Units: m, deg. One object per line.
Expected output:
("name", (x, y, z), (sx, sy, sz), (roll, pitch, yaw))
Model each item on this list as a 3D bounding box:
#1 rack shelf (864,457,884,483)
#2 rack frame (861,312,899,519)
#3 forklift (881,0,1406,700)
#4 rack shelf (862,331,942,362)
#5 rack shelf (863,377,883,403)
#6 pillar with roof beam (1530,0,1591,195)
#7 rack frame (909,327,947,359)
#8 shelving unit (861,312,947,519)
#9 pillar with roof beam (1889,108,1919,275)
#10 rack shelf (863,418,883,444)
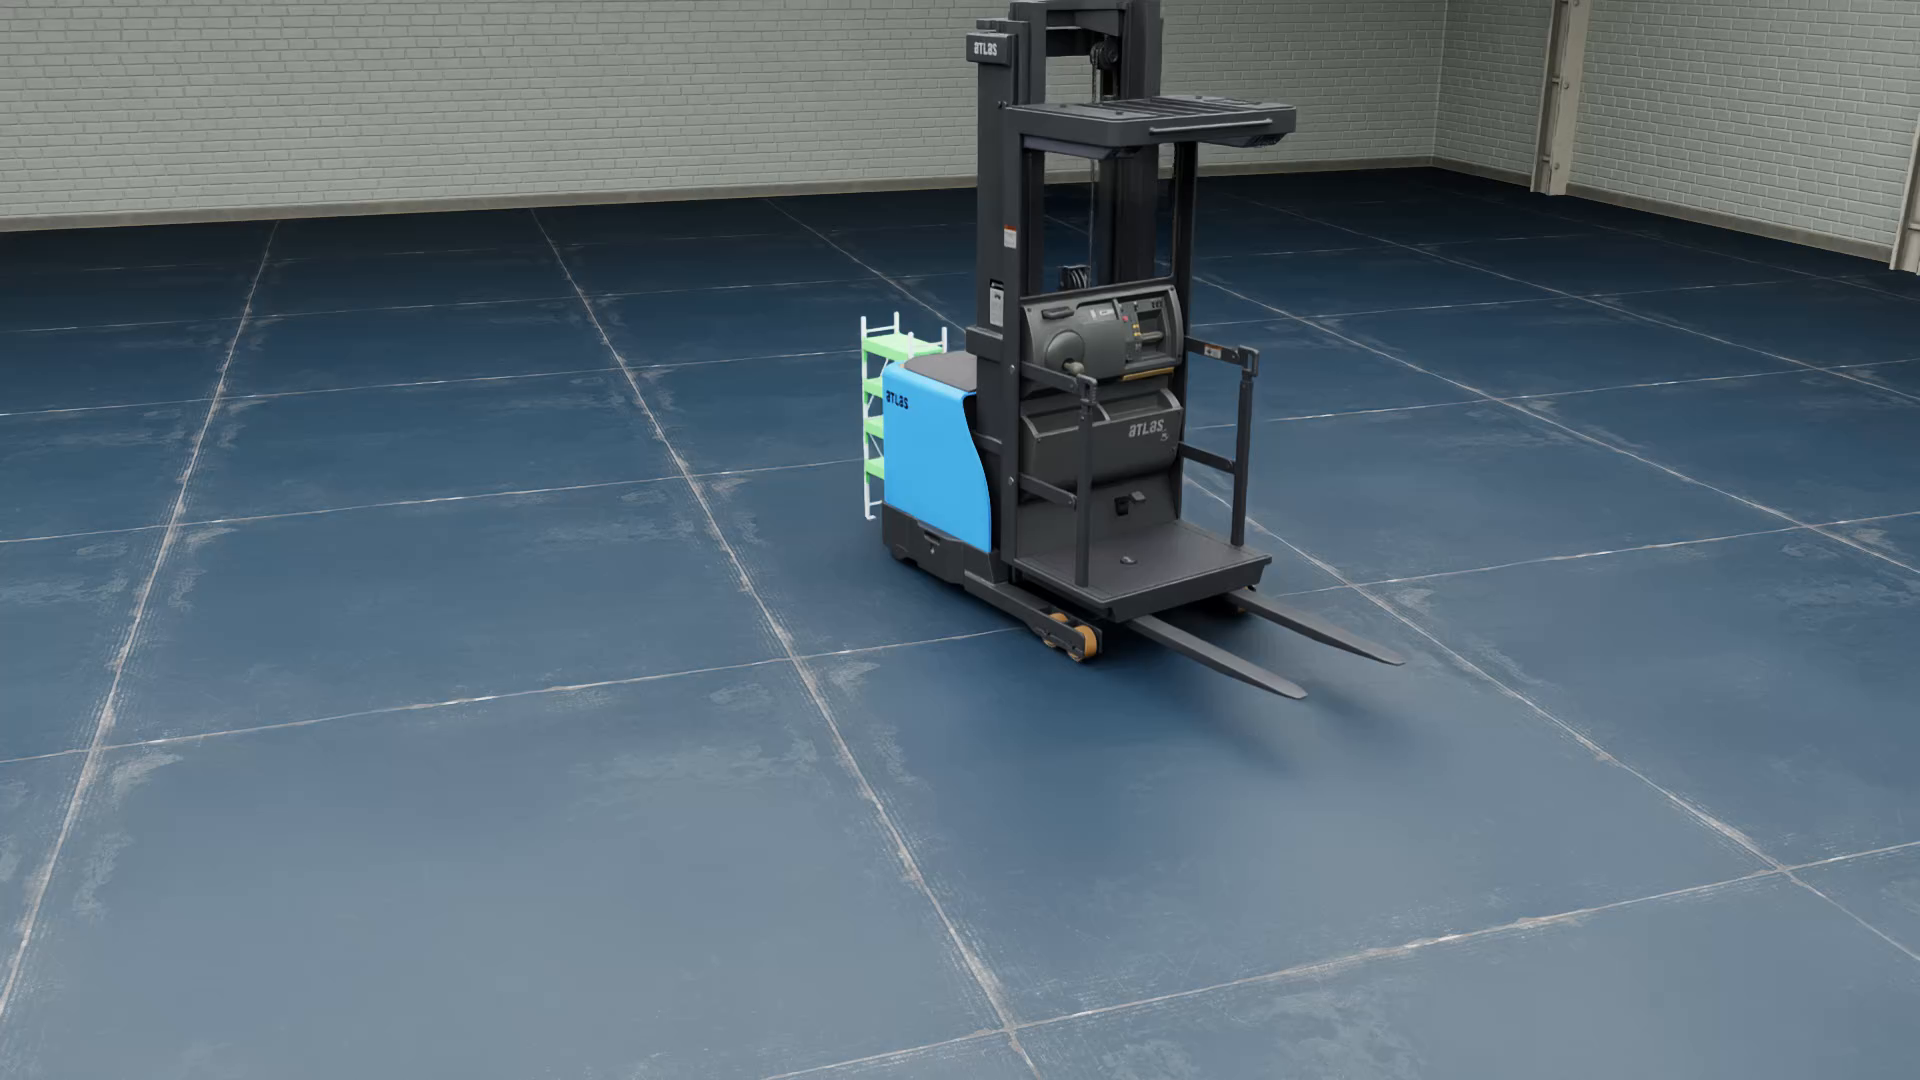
("rack shelf", (-0.314, -0.359, 9.541), (0.258, 0.148, 0.480), (-13, 24, -32))
("rack frame", (-0.453, -0.713, 9.627), (0.240, 1.200, 0.015), (-13, 24, -32))
("forklift", (0.821, -0.994, 7.847), (1.130, 2.935, 3.031), (-13, 24, -32))
("rack shelf", (-0.314, -1.037, 9.297), (0.258, 0.148, 0.480), (-13, 24, -32))
("rack shelf", (-0.314, -0.811, 9.378), (0.258, 0.148, 0.480), (-13, 24, -32))
("pillar with roof beam", (3.868, -8.469, 19.684), (9.100, 9.000, 0.400), (-6, 21, -17))
("rack frame", (-0.176, -0.577, 9.249), (0.240, 1.200, 0.015), (-13, 24, -32))
("shelving unit", (-0.314, -0.645, 9.438), (0.258, 1.200, 0.503), (-13, 24, -32))
("pillar with roof beam", (5.754, -6.544, 14.324), (9.100, 9.000, 0.400), (-6, 21, -17))
("rack shelf", (-0.314, -0.585, 9.459), (0.258, 0.148, 0.480), (-13, 24, -32))
